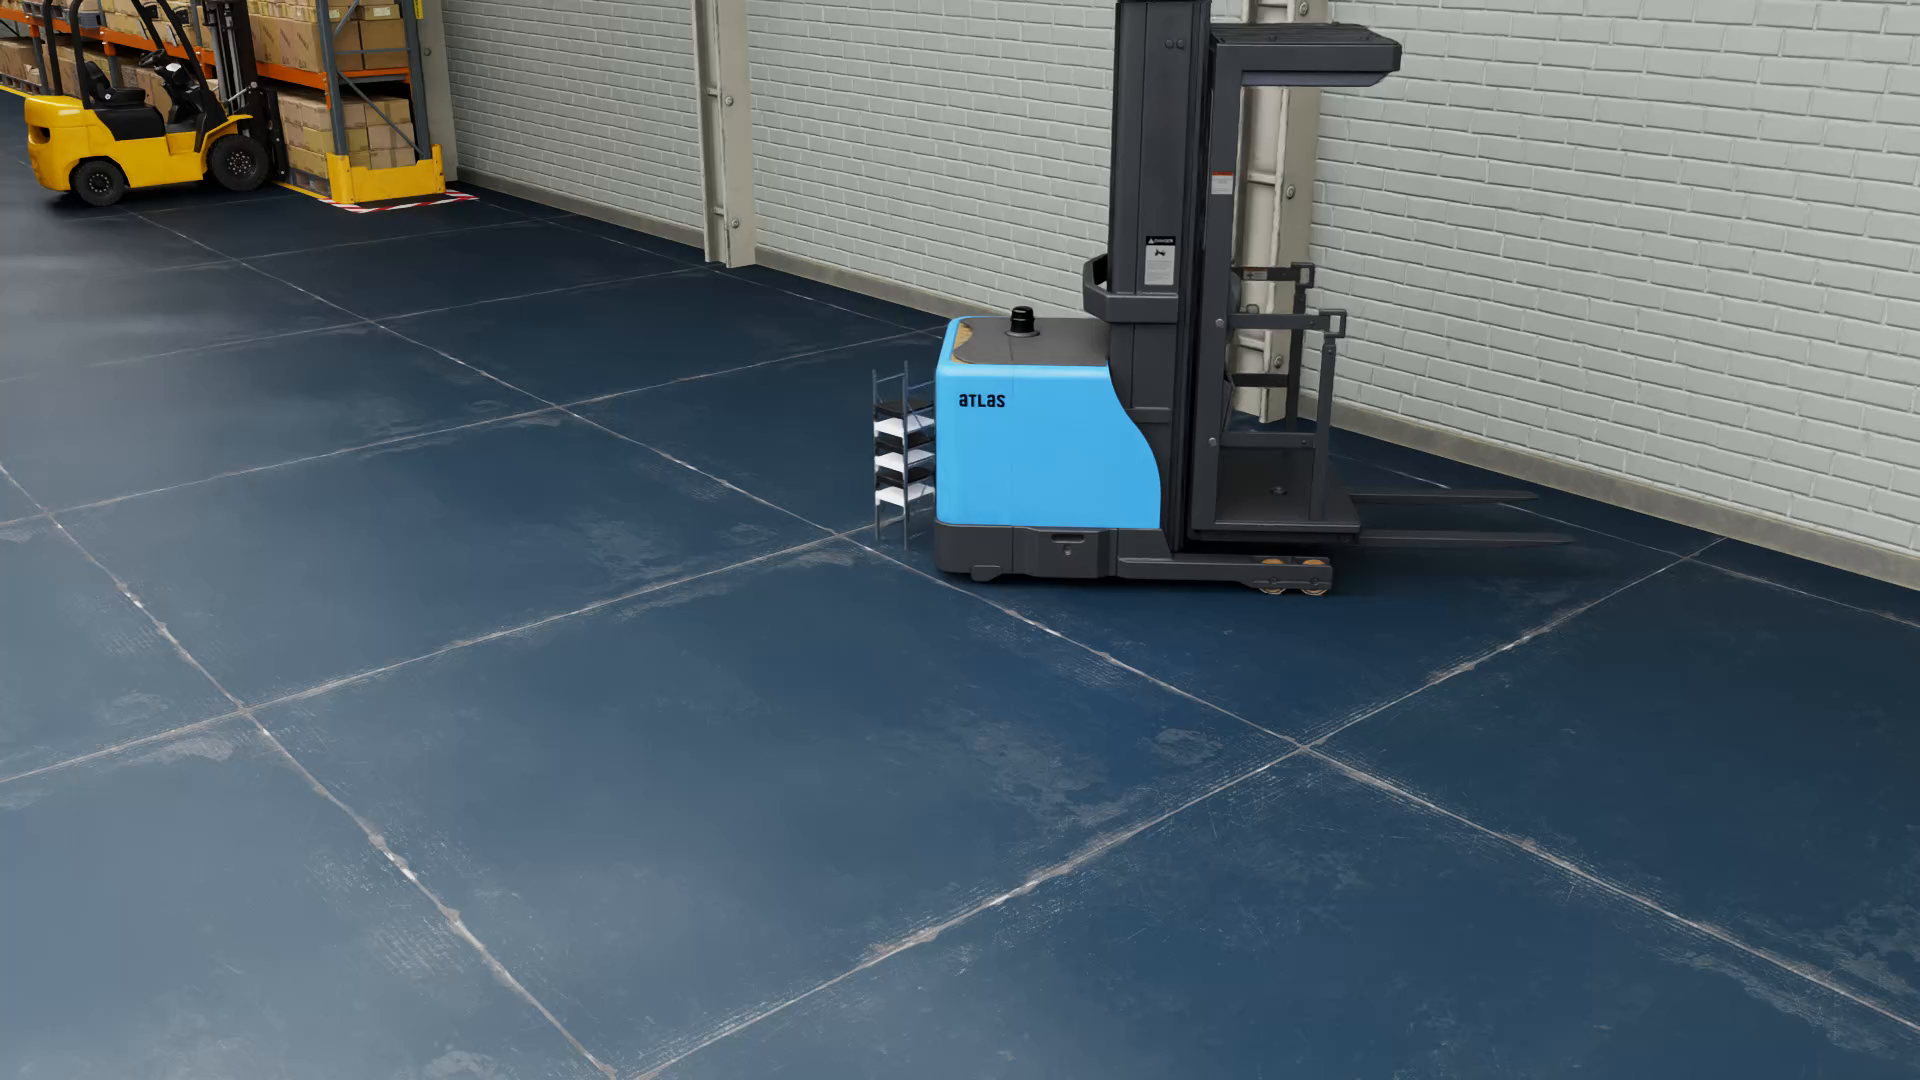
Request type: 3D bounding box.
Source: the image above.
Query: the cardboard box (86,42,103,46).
[{"bbox_3d":[-13.374,-7.665,25.903,0.380,0.149,0.250,-17,27,-37],"label":"cardboard box"}]

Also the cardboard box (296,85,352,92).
[{"bbox_3d":[-7.323,-5.100,19.216,0.500,0.250,0.500,-18,28,-38],"label":"cardboard box"}]

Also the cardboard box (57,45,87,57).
[{"bbox_3d":[-13.561,-7.481,25.433,0.380,0.149,0.250,-19,28,-40],"label":"cardboard box"}]

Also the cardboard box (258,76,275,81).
[{"bbox_3d":[-8.319,-5.516,20.279,0.500,0.250,0.500,-17,27,-36],"label":"cardboard box"}]

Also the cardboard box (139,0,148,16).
[{"bbox_3d":[-10.287,-6.890,21.483,0.500,0.250,0.500,-17,27,-37],"label":"cardboard box"}]

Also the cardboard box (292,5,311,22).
[{"bbox_3d":[-6.804,-5.562,17.544,0.380,0.149,0.250,-17,27,-37],"label":"cardboard box"}]

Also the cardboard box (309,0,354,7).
[{"bbox_3d":[-6.569,-5.656,17.378,0.380,0.149,0.250,-17,27,-37],"label":"cardboard box"}]

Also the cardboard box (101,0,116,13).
[{"bbox_3d":[-11.312,-7.307,22.547,0.500,0.250,0.500,-17,27,-37],"label":"cardboard box"}]

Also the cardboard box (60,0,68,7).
[{"bbox_3d":[-12.603,-7.981,24.031,0.797,0.503,0.637,-18,28,-39],"label":"cardboard box"}]

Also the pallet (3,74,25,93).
[{"bbox_3d":[-15.257,-7.664,27.763,1.003,0.211,1.213,-17,27,-37],"label":"pallet"}]

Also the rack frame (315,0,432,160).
[{"bbox_3d":[-6.176,-5.120,17.444,1.000,3.000,0.127,-17,27,-37],"label":"rack frame"}]

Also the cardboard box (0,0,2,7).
[{"bbox_3d":[-15.623,-8.832,27.265,0.380,0.149,0.250,-17,27,-36],"label":"cardboard box"}]

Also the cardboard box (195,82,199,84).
[{"bbox_3d":[-9.136,-5.457,20.983,0.875,0.625,0.625,-16,26,-35],"label":"cardboard box"}]

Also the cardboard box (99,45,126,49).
[{"bbox_3d":[-12.883,-7.446,25.345,0.380,0.149,0.250,-17,27,-36],"label":"cardboard box"}]

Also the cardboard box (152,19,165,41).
[{"bbox_3d":[-9.947,-6.515,21.210,0.500,0.250,0.500,-17,27,-37],"label":"cardboard box"}]

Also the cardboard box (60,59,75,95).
[{"bbox_3d":[-13.186,-6.996,25.086,0.500,0.500,0.500,-18,28,-39],"label":"cardboard box"}]

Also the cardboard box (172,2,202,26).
[{"bbox_3d":[-9.301,-6.463,20.393,0.500,0.250,0.500,-18,28,-39],"label":"cardboard box"}]

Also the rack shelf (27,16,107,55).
[{"bbox_3d":[-12.703,-7.548,24.629,1.077,0.370,4.000,-17,27,-37],"label":"rack shelf"}]

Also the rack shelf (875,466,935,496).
[{"bbox_3d":[-0.268,-0.304,8.366,0.200,0.077,0.258,18,28,39],"label":"rack shelf"}]

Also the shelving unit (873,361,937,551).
[{"bbox_3d":[-0.268,-0.419,8.321,0.210,0.900,0.258,18,28,39],"label":"shelving unit"}]

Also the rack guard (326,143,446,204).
[{"bbox_3d":[-6.160,-3.950,17.883,1.175,0.500,0.348,-17,27,-37],"label":"rack guard"}]

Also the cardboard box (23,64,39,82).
[{"bbox_3d":[-14.828,-7.541,26.797,0.396,0.266,0.258,-16,27,-36],"label":"cardboard box"}]

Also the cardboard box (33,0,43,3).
[{"bbox_3d":[-13.525,-8.348,24.972,0.700,0.500,0.500,-17,27,-37],"label":"cardboard box"}]

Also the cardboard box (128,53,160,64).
[{"bbox_3d":[-11.878,-7.012,24.236,0.380,0.149,0.250,-17,27,-37],"label":"cardboard box"}]

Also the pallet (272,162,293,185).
[{"bbox_3d":[-7.499,-4.360,19.327,1.003,0.211,1.213,-17,27,-37],"label":"pallet"}]

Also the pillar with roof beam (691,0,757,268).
[{"bbox_3d":[-5.292,-5.638,10.540,9.100,9.000,0.400,-17,27,-37],"label":"pillar with roof beam"}]

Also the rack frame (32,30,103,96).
[{"bbox_3d":[-14.009,-8.436,25.909,1.000,3.000,0.127,-17,27,-37],"label":"rack frame"}]

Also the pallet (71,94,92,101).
[{"bbox_3d":[-12.649,-6.584,25.006,1.003,0.211,1.213,-17,27,-37],"label":"pallet"}]

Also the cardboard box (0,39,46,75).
[{"bbox_3d":[-15.764,-8.136,27.994,0.700,0.500,0.500,-16,27,-35],"label":"cardboard box"}]

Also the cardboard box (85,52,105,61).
[{"bbox_3d":[-12.553,-7.044,24.318,0.380,0.149,0.250,-18,28,-38],"label":"cardboard box"}]

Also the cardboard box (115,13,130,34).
[{"bbox_3d":[-10.969,-6.940,22.295,0.500,0.250,0.500,-18,28,-39],"label":"cardboard box"}]

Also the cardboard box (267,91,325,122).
[{"bbox_3d":[-7.387,-4.831,18.528,0.500,0.250,0.500,-17,27,-37],"label":"cardboard box"}]

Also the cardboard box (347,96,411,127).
[{"bbox_3d":[-6.346,-4.679,18.141,0.500,0.250,0.500,-18,28,-38],"label":"cardboard box"}]

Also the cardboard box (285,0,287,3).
[{"bbox_3d":[-7.051,-5.869,17.922,0.380,0.149,0.250,-17,27,-37],"label":"cardboard box"}]

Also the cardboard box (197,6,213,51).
[{"bbox_3d":[-8.695,-6.087,19.776,0.500,0.500,0.500,-18,28,-39],"label":"cardboard box"}]

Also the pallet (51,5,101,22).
[{"bbox_3d":[-12.671,-7.777,24.491,1.003,0.211,1.213,-17,27,-37],"label":"pallet"}]

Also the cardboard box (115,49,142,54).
[{"bbox_3d":[-12.387,-7.227,24.785,0.380,0.149,0.250,-17,27,-37],"label":"cardboard box"}]

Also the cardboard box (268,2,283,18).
[{"bbox_3d":[-7.290,-5.782,18.106,0.380,0.149,0.250,-19,28,-39],"label":"cardboard box"}]

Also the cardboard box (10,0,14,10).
[{"bbox_3d":[-14.933,-8.558,26.567,0.380,0.149,0.250,-17,27,-36],"label":"cardboard box"}]

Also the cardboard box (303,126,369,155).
[{"bbox_3d":[-6.730,-4.328,17.931,0.500,0.250,0.500,-18,28,-38],"label":"cardboard box"}]

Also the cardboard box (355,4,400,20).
[{"bbox_3d":[-6.201,-5.624,17.704,0.380,0.149,0.250,-18,28,-39],"label":"cardboard box"}]

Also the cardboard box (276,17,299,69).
[{"bbox_3d":[-7.028,-5.386,17.985,0.500,0.500,0.500,-16,27,-36],"label":"cardboard box"}]

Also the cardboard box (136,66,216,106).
[{"bbox_3d":[-10.569,-6.066,22.539,0.875,0.625,0.625,-16,27,-36],"label":"cardboard box"}]

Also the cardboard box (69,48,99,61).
[{"bbox_3d":[-13.076,-7.261,24.872,0.380,0.149,0.250,-16,27,-36],"label":"cardboard box"}]

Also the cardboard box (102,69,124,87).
[{"bbox_3d":[-11.837,-6.428,23.634,0.500,0.500,0.500,-16,27,-36],"label":"cardboard box"}]

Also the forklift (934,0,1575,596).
[{"bbox_3d":[1.414,-1.304,7.794,3.031,2.935,1.130,1,21,3],"label":"forklift"}]

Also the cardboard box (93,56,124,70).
[{"bbox_3d":[-12.114,-6.808,23.716,0.380,0.149,0.250,-19,28,-40],"label":"cardboard box"}]

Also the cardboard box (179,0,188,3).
[{"bbox_3d":[-9.360,-6.683,20.406,0.380,0.149,0.250,-18,28,-38],"label":"cardboard box"}]

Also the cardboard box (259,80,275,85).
[{"bbox_3d":[-8.383,-5.254,19.609,0.500,0.250,0.500,-17,27,-37],"label":"cardboard box"}]

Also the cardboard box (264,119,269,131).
[{"bbox_3d":[-7.726,-4.746,18.998,0.500,0.250,0.500,-18,27,-38],"label":"cardboard box"}]

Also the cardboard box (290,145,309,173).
[{"bbox_3d":[-7.039,-4.230,18.365,0.500,0.250,0.500,-17,27,-37],"label":"cardboard box"}]

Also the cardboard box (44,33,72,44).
[{"bbox_3d":[-13.930,-7.760,25.738,0.380,0.149,0.250,-18,28,-38],"label":"cardboard box"}]

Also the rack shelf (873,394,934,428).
[{"bbox_3d":[-0.268,-0.640,8.234,0.200,0.077,0.258,18,28,39],"label":"rack shelf"}]

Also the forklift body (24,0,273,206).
[{"bbox_3d":[-8.796,-4.815,17.828,2.313,2.155,1.214,-17,27,-37],"label":"forklift body"}]
